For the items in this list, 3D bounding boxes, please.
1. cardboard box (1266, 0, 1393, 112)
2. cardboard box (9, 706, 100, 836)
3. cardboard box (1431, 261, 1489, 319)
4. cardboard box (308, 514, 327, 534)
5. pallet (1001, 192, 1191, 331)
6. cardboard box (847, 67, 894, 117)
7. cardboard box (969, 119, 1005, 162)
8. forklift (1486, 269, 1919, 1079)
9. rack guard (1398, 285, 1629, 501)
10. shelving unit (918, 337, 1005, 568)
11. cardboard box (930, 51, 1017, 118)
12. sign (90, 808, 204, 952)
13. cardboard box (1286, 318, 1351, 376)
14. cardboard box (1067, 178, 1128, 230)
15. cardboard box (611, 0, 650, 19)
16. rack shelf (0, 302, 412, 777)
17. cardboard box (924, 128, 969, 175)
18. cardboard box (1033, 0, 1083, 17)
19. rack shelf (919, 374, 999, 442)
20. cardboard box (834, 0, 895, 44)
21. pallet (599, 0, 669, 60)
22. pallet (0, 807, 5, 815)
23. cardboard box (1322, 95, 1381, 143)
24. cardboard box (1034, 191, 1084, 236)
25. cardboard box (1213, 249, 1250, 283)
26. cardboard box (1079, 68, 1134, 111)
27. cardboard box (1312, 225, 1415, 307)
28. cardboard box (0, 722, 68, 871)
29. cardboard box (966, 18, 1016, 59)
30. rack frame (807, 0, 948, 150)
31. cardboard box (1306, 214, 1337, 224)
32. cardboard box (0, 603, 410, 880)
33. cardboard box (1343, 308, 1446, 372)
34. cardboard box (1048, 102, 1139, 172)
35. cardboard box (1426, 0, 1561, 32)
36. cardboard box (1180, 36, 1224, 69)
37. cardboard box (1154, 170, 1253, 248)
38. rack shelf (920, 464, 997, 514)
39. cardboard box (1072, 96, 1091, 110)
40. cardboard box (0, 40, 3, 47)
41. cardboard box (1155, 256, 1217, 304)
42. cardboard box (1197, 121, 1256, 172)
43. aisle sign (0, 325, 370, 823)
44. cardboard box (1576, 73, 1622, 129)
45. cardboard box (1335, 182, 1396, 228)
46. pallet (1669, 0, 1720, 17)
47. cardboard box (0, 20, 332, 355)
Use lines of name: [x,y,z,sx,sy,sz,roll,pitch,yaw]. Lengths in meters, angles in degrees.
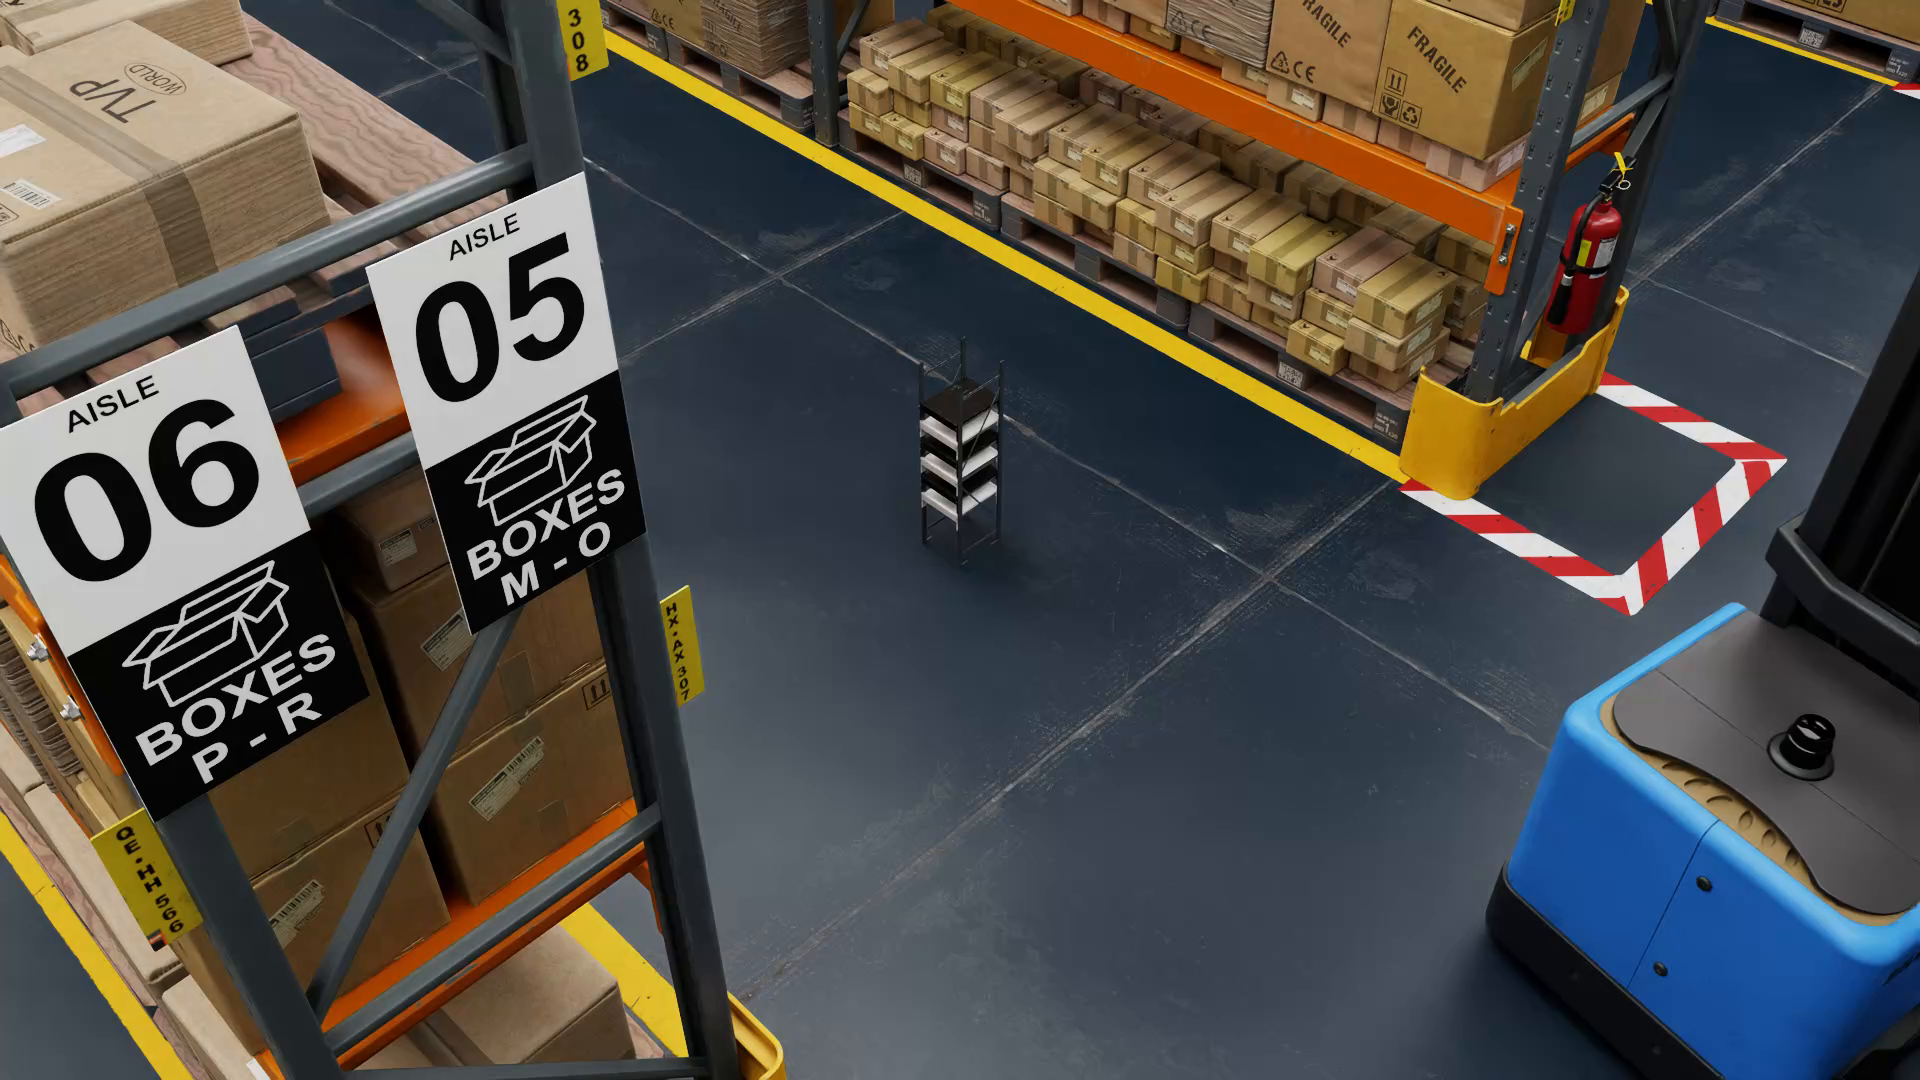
cardboard box: [1.570,-2.061,6.477,0.500,0.500,0.500,33,52,31]
cardboard box: [-1.876,0.458,3.970,0.500,0.500,0.500,33,52,31]
cardboard box: [2.241,-1.164,7.371,0.380,0.149,0.250,-32,51,-30]
cardboard box: [-1.294,-0.189,3.456,0.380,0.149,0.250,-33,52,-30]
pallet: [0.970,-1.578,8.303,1.003,0.211,1.213,-34,53,-31]
cardboard box: [-0.366,-2.384,8.691,0.380,0.149,0.250,-32,51,-30]
cardboard box: [0.262,-2.074,8.356,0.250,0.149,0.380,32,51,30]
forklift: [3.187,-0.110,4.709,3.031,2.935,1.130,-25,48,-25]
rack guard: [2.376,-0.691,7.129,1.175,0.500,0.348,-34,53,-31]
shelving unit: [0.006,-0.327,6.440,0.258,0.900,0.210,-34,53,-31]
cardboard box: [0.067,-2.297,8.378,0.250,0.149,0.380,33,52,31]
sign: [-1.398,0.590,2.874,0.100,0.325,0.005,-34,53,-31]
cardboard box: [1.657,-0.908,7.313,0.380,0.149,0.250,-32,52,-30]
cardboard box: [0.730,-1.648,7.896,0.380,0.149,0.250,-34,52,-31]
cardboard box: [-1.818,-3.461,9.818,0.500,0.500,0.500,33,52,31]
rack shelf: [-2.416,-0.950,3.888,1.077,0.370,4.000,-34,53,-31]
cardboard box: [0.035,-2.050,8.550,0.250,0.149,0.380,34,52,31]
cardboard box: [0.537,-2.500,7.430,0.380,0.149,0.250,-32,51,-30]
rack shelf: [0.006,-0.500,6.280,0.258,0.077,0.200,-34,53,-31]
cardboard box: [-0.729,-3.213,9.549,0.500,0.500,0.500,-32,51,-30]
pallet: [-1.812,-3.430,10.307,1.003,0.211,1.213,-34,53,-31]
pallet: [-3.347,0.353,6.212,1.003,0.211,1.213,-34,53,-31]
cardboard box: [1.662,-1.752,6.621,0.250,0.149,0.380,34,52,31]
cardboard box: [0.579,-1.669,8.137,0.250,0.149,0.380,33,52,30]
cardboard box: [1.369,-1.333,7.555,0.250,0.149,0.380,34,52,31]
cardboard box: [0.814,-2.306,8.388,0.250,0.149,0.380,32,51,30]
cardboard box: [1.739,-1.179,7.169,0.380,0.149,0.250,-33,52,-31]
cardboard box: [-2.829,0.496,5.581,0.875,0.438,0.875,33,52,30]
cardboard box: [0.249,-2.670,8.782,0.380,0.149,0.250,-33,52,-31]
rack frame: [-0.395,-3.495,8.322,1.000,3.000,0.127,-34,53,-31]
cardboard box: [1.748,-1.573,7.814,0.380,0.149,0.250,-32,52,-30]
cardboard box: [-1.513,0.327,3.376,0.500,0.500,0.500,-32,52,-30]
cardboard box: [1.855,-0.906,7.092,0.250,0.149,0.380,33,52,30]
cardboard box: [0.640,-1.930,7.981,0.250,0.149,0.380,32,51,30]
cardboard box: [1.930,-2.186,5.876,0.500,0.500,0.500,33,52,31]
cardboard box: [1.152,-2.163,7.065,0.250,0.149,0.380,32,51,30]
cardboard box: [1.099,-1.500,7.516,0.380,0.149,0.250,-32,52,-30]
rack shelf: [0.006,-0.236,6.524,0.258,0.077,0.200,-34,53,-31]
cardboard box: [0.755,-2.187,8.479,0.380,0.149,0.250,-33,52,-30]
cardboard box: [-2.026,-1.155,3.262,0.500,0.311,0.500,-33,52,-31]
cardboard box: [1.123,-1.281,7.717,0.250,0.149,0.380,32,51,30]
cardboard box: [1.357,-1.936,7.988,0.380,0.149,0.250,-33,52,-31]
aisle sign: [-1.173,0.077,2.541,0.394,0.787,0.004,-34,53,-31]
cardboard box: [2.433,-1.793,6.665,0.250,0.149,0.380,34,52,31]
cardboard box: [1.933,-1.570,7.592,0.250,0.149,0.380,34,53,31]
pallet: [4.535,-3.810,10.718,1.003,0.211,1.213,-34,53,-31]
cardboard box: [-1.385,-0.562,2.665,0.500,0.250,0.500,29,50,28]
